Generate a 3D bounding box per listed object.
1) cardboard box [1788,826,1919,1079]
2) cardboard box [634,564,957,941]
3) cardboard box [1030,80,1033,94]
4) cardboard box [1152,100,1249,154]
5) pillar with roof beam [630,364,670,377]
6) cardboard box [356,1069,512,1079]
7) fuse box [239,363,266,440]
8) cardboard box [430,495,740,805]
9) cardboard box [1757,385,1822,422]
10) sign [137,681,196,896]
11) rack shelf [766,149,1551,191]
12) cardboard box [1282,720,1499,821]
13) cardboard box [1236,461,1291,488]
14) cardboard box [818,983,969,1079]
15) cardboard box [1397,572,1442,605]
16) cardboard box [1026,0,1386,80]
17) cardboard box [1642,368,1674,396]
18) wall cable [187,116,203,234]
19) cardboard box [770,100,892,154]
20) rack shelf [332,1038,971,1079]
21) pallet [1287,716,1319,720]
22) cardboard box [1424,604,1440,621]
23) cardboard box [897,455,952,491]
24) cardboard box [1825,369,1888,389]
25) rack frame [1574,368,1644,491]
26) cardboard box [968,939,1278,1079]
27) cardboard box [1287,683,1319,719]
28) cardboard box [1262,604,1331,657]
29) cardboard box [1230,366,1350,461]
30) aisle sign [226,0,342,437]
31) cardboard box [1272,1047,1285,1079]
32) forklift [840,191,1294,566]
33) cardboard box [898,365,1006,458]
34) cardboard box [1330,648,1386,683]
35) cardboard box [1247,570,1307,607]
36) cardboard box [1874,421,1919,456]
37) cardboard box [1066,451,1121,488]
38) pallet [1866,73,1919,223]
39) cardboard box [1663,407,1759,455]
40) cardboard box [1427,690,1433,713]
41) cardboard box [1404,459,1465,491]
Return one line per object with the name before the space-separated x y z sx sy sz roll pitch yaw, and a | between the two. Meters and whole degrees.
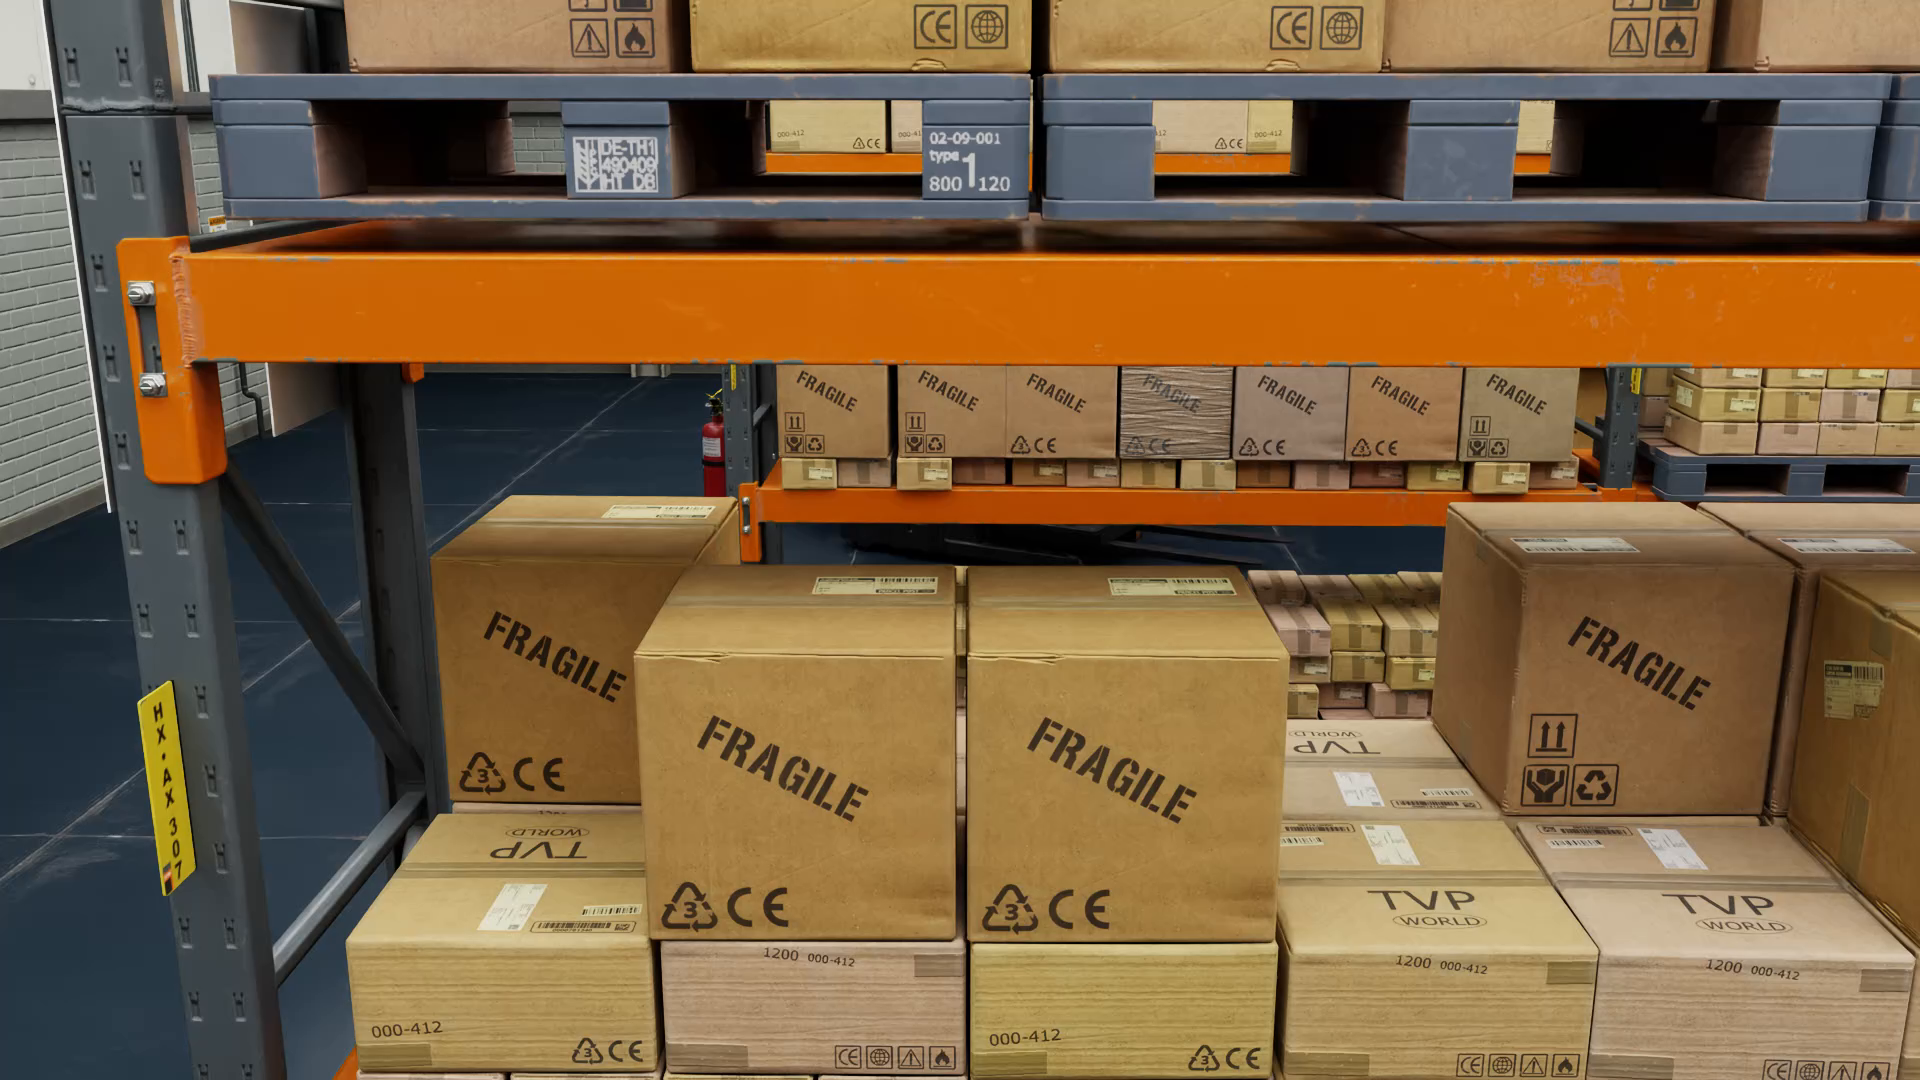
cardboard box | 1.804 0.723 2.929 0.500 0.250 0.500 1 15 3
cardboard box | -0.257 0.349 2.879 0.500 0.500 0.500 0 15 0
cardboard box | 0.457 -2.098 7.346 0.500 0.250 0.500 1 15 2
cardboard box | 0.998 -1.856 7.408 0.500 0.250 0.500 0 15 1
pillar with roof beam | -3.636 -5.136 13.667 0.400 9.000 9.100 0 15 1
cardboard box | -0.883 0.915 2.983 0.250 0.149 0.380 1 15 2
fuse box | -6.414 -1.762 15.166 0.414 1.711 0.539 0 15 1
cardboard box | -0.736 0.210 3.407 0.500 0.500 0.500 1 15 2
cardboard box | 3.638 -0.635 7.454 0.250 0.149 0.380 0 15 0
sign | -1.250 0.392 2.622 0.005 0.325 0.100 0 15 1
rack shelf | 0.997 -1.646 7.731 4.000 0.370 1.077 0 15 1
cardboard box | 0.798 0.581 3.470 0.500 0.250 0.500 0 15 2
cardboard box | 1.397 -0.360 7.816 0.250 0.149 0.380 0 15 1
cardboard box | -0.110 0.920 2.967 0.250 0.149 0.380 0 15 1
cardboard box | 2.384 0.285 8.479 0.250 0.149 0.380 1 15 4
cardboard box | 0.369 -1.028 2.760 0.500 0.500 0.700 -1 15 -2
cardboard box | 3.400 -0.804 8.094 0.250 0.149 0.380 1 15 3
wall cable | -6.589 -2.704 14.216 0.122 1.984 0.588 0 15 1
cardboard box | -0.560 -1.867 7.449 0.500 0.250 0.500 1 15 3
rack shelf | 0.770 1.068 3.321 4.000 0.370 1.077 0 15 1
pallet | 1.102 0.815 8.338 1.213 0.211 1.003 0 15 1
cardboard box | 2.378 0.429 7.931 0.250 0.149 0.380 1 15 2
cardboard box | -0.163 -0.343 7.753 0.250 0.149 0.380 0 15 0
cardboard box | 3.914 -0.778 7.410 0.250 0.149 0.380 1 15 2
rack frame | 2.997 -0.531 7.972 0.127 3.000 1.000 0 15 1
cardboard box | 0.265 0.714 2.965 0.500 0.250 0.500 0 15 0
cardboard box | 1.561 0.722 7.988 0.250 0.149 0.380 0 15 1
cardboard box | 1.599 0.430 7.930 0.250 0.149 0.380 0 15 -1
cardboard box | 1.490 -0.661 7.688 0.500 0.500 0.500 0 15 1
aisle sign | -1.294 -0.627 3.239 0.004 0.787 0.394 0 15 1
cardboard box | 0.655 0.925 2.947 0.250 0.149 0.380 0 15 0
forklift | 0.706 -1.306 11.043 3.031 2.935 1.130 8 17 27
cardboard box | -0.024 -0.679 7.753 0.500 0.500 0.500 0 15 2
cardboard box | 1.887 0.557 8.030 0.250 0.149 0.380 1 15 2
cardboard box | 1.616 0.277 8.507 0.250 0.149 0.380 1 15 3
cardboard box | 4.157 -0.488 7.478 0.250 0.149 0.380 1 15 2
cardboard box | 0.616 -0.360 7.816 0.250 0.149 0.380 0 15 0
pallet | 1.951 -0.682 2.839 1.213 0.211 1.003 0 15 1
cardboard box | 3.379 -0.493 7.496 0.250 0.149 0.380 0 15 -1
cardboard box | 2.338 0.706 8.050 0.250 0.149 0.380 1 15 3
cardboard box | 2.179 -0.342 7.750 0.250 0.149 0.380 1 15 4
